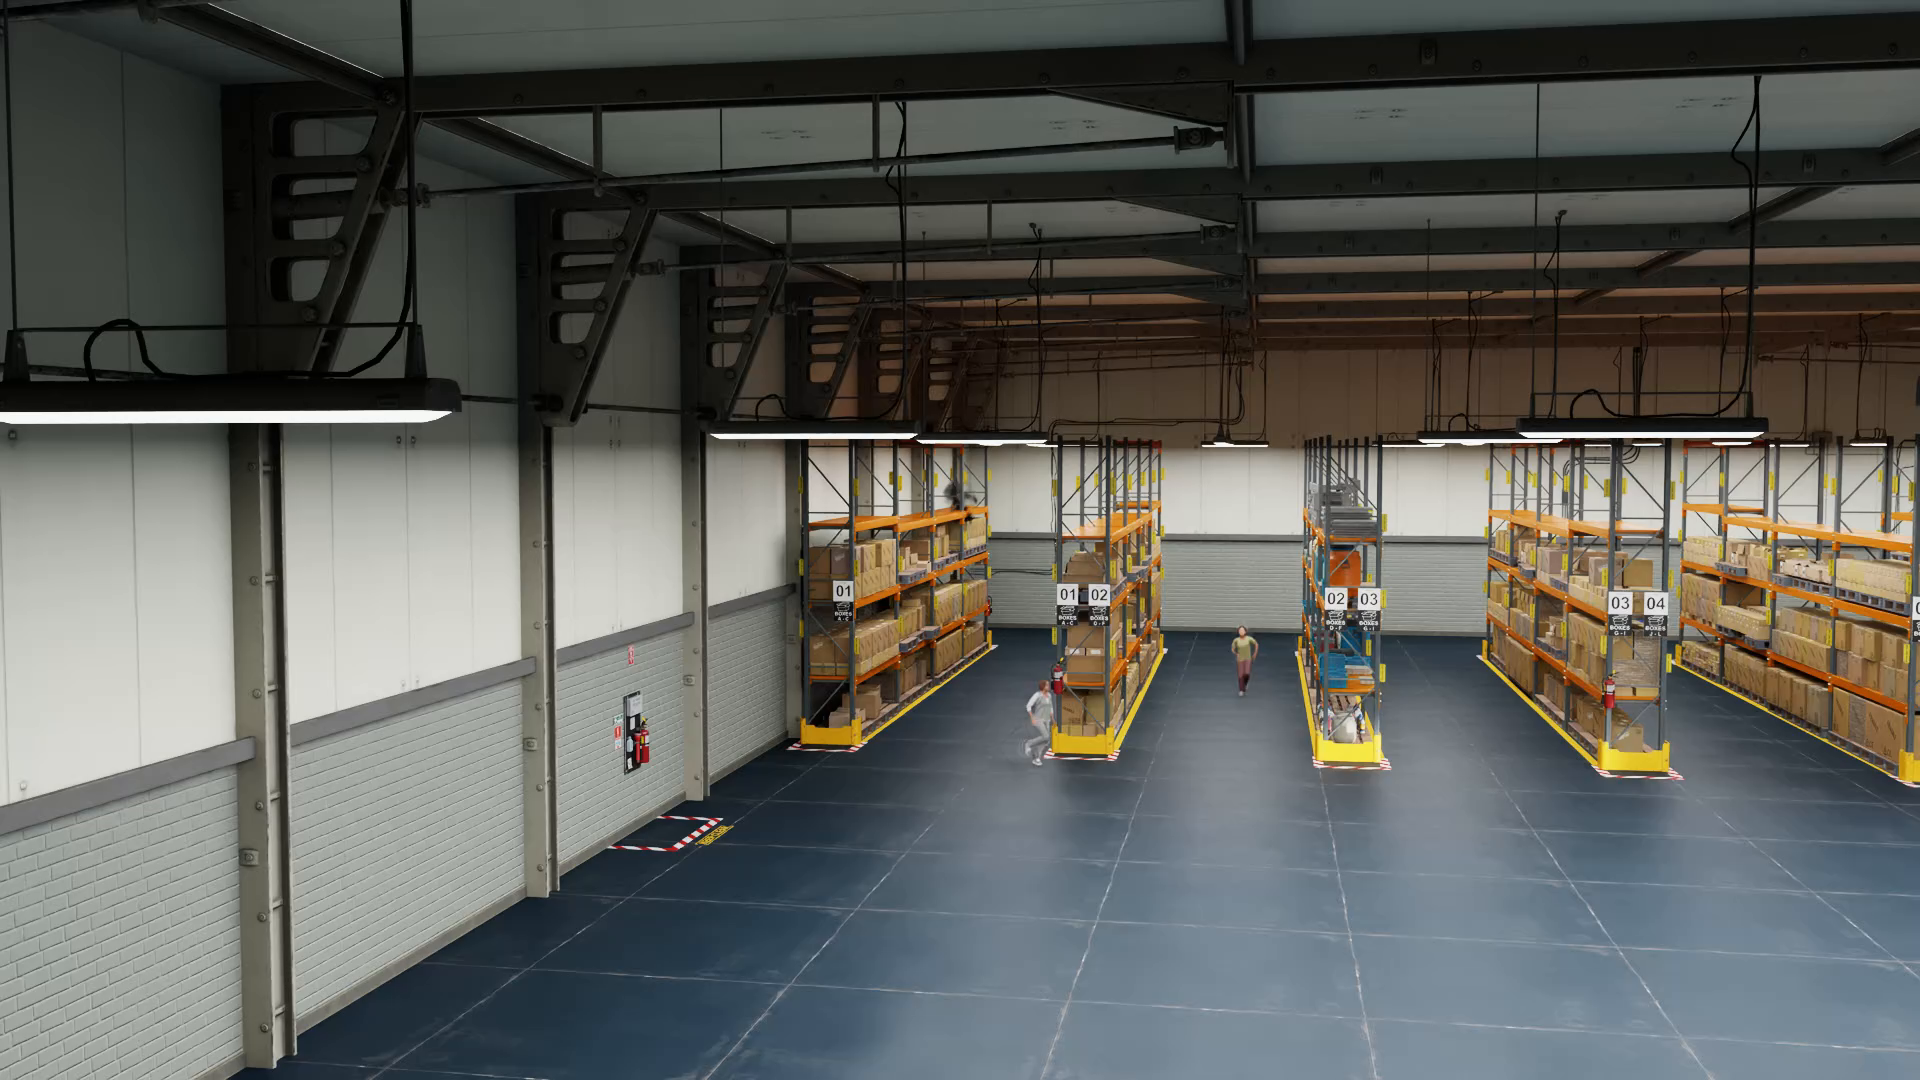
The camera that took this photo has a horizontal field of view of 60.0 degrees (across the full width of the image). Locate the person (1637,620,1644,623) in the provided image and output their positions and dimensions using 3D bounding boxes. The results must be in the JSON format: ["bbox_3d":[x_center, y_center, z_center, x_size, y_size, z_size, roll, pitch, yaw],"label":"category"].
[{"bbox_3d":[17.628,2.604,42.772,0.579,1.669,0.737,1,3,22],"label":"person"}]

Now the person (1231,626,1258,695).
[{"bbox_3d":[6.618,2.817,38.743,0.599,1.627,0.667,1,3,15],"label":"person"}]

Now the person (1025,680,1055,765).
[{"bbox_3d":[1.513,3.316,30.391,0.567,1.522,0.495,-3,4,-42],"label":"person"}]
